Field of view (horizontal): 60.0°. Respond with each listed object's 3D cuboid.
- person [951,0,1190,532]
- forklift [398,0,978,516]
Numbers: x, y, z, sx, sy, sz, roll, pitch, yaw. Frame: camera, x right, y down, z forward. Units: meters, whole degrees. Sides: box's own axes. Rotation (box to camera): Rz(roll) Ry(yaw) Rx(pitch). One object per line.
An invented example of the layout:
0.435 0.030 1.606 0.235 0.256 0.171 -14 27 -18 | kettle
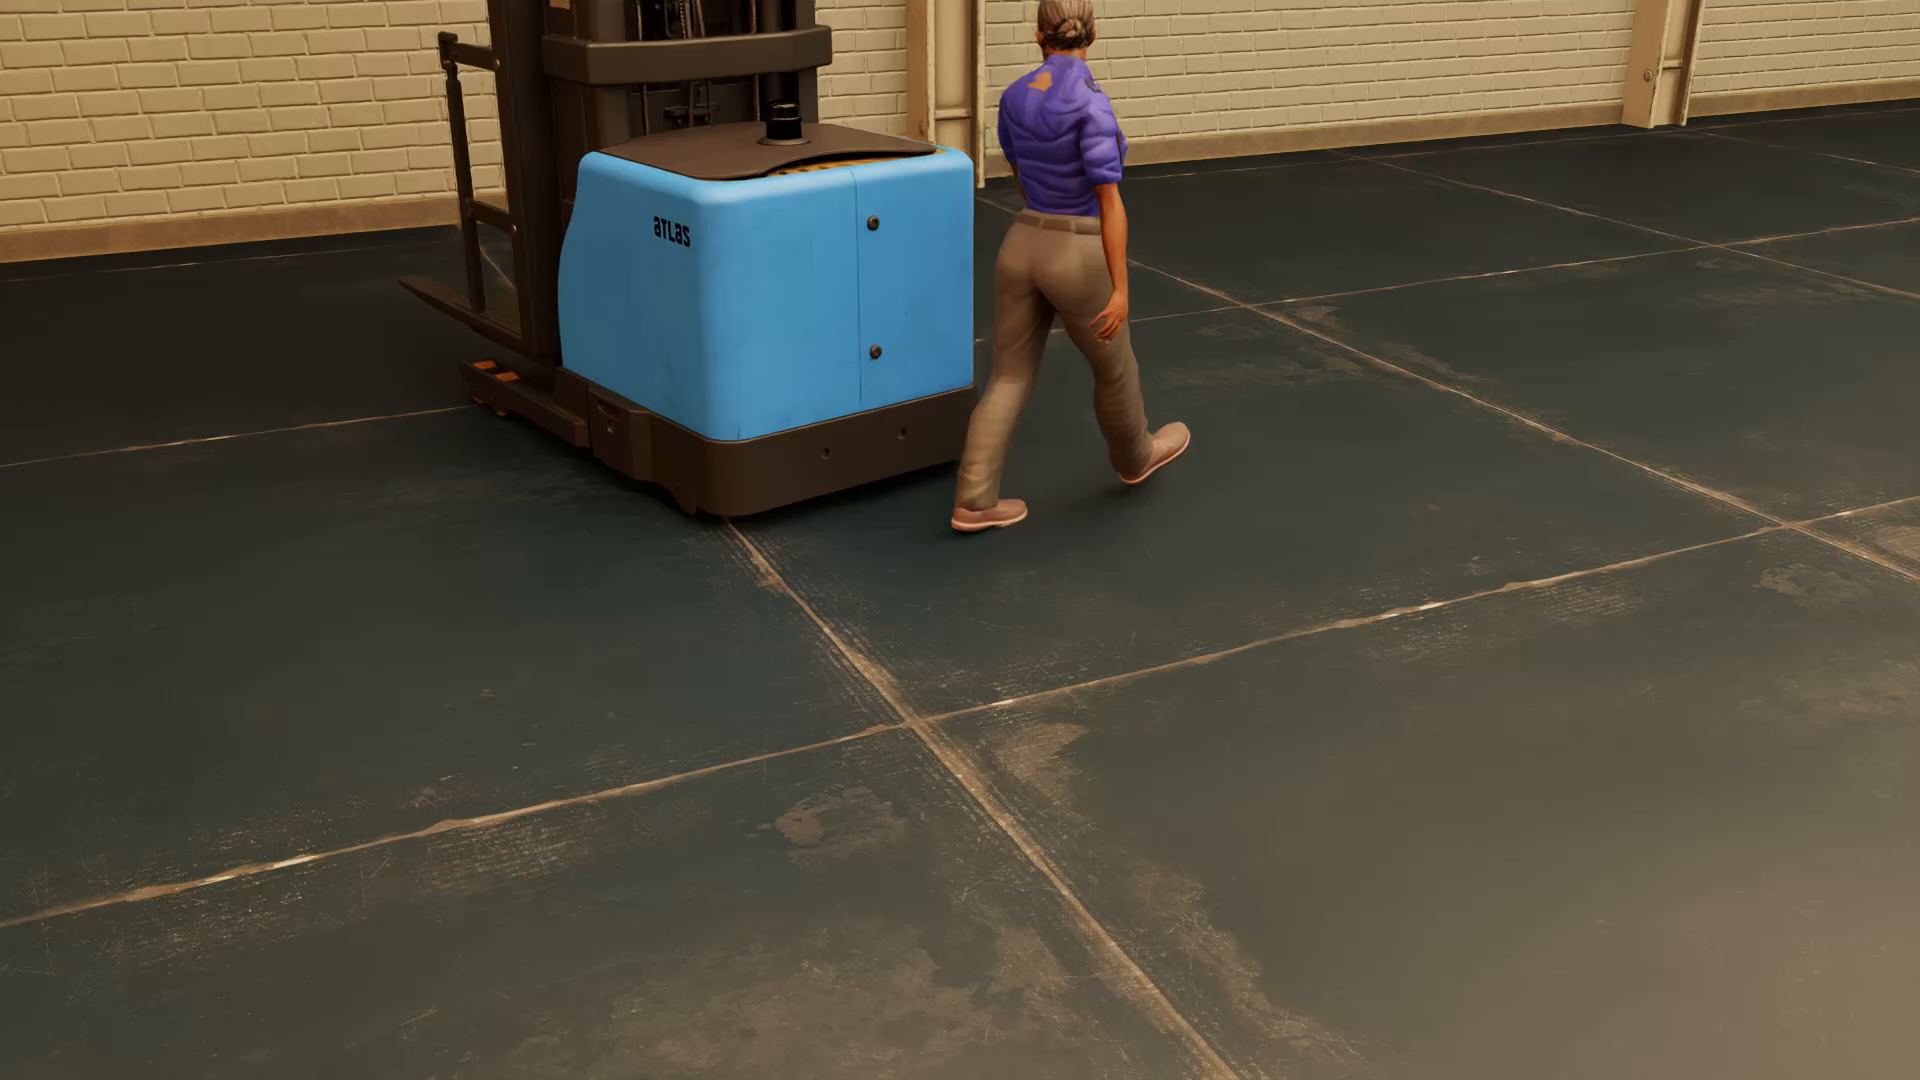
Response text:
0.390 -0.842 5.052 0.620 1.607 0.906 20 30 40 | person
-1.253 -1.921 5.909 1.130 2.935 3.031 -17 28 -35 | forklift
